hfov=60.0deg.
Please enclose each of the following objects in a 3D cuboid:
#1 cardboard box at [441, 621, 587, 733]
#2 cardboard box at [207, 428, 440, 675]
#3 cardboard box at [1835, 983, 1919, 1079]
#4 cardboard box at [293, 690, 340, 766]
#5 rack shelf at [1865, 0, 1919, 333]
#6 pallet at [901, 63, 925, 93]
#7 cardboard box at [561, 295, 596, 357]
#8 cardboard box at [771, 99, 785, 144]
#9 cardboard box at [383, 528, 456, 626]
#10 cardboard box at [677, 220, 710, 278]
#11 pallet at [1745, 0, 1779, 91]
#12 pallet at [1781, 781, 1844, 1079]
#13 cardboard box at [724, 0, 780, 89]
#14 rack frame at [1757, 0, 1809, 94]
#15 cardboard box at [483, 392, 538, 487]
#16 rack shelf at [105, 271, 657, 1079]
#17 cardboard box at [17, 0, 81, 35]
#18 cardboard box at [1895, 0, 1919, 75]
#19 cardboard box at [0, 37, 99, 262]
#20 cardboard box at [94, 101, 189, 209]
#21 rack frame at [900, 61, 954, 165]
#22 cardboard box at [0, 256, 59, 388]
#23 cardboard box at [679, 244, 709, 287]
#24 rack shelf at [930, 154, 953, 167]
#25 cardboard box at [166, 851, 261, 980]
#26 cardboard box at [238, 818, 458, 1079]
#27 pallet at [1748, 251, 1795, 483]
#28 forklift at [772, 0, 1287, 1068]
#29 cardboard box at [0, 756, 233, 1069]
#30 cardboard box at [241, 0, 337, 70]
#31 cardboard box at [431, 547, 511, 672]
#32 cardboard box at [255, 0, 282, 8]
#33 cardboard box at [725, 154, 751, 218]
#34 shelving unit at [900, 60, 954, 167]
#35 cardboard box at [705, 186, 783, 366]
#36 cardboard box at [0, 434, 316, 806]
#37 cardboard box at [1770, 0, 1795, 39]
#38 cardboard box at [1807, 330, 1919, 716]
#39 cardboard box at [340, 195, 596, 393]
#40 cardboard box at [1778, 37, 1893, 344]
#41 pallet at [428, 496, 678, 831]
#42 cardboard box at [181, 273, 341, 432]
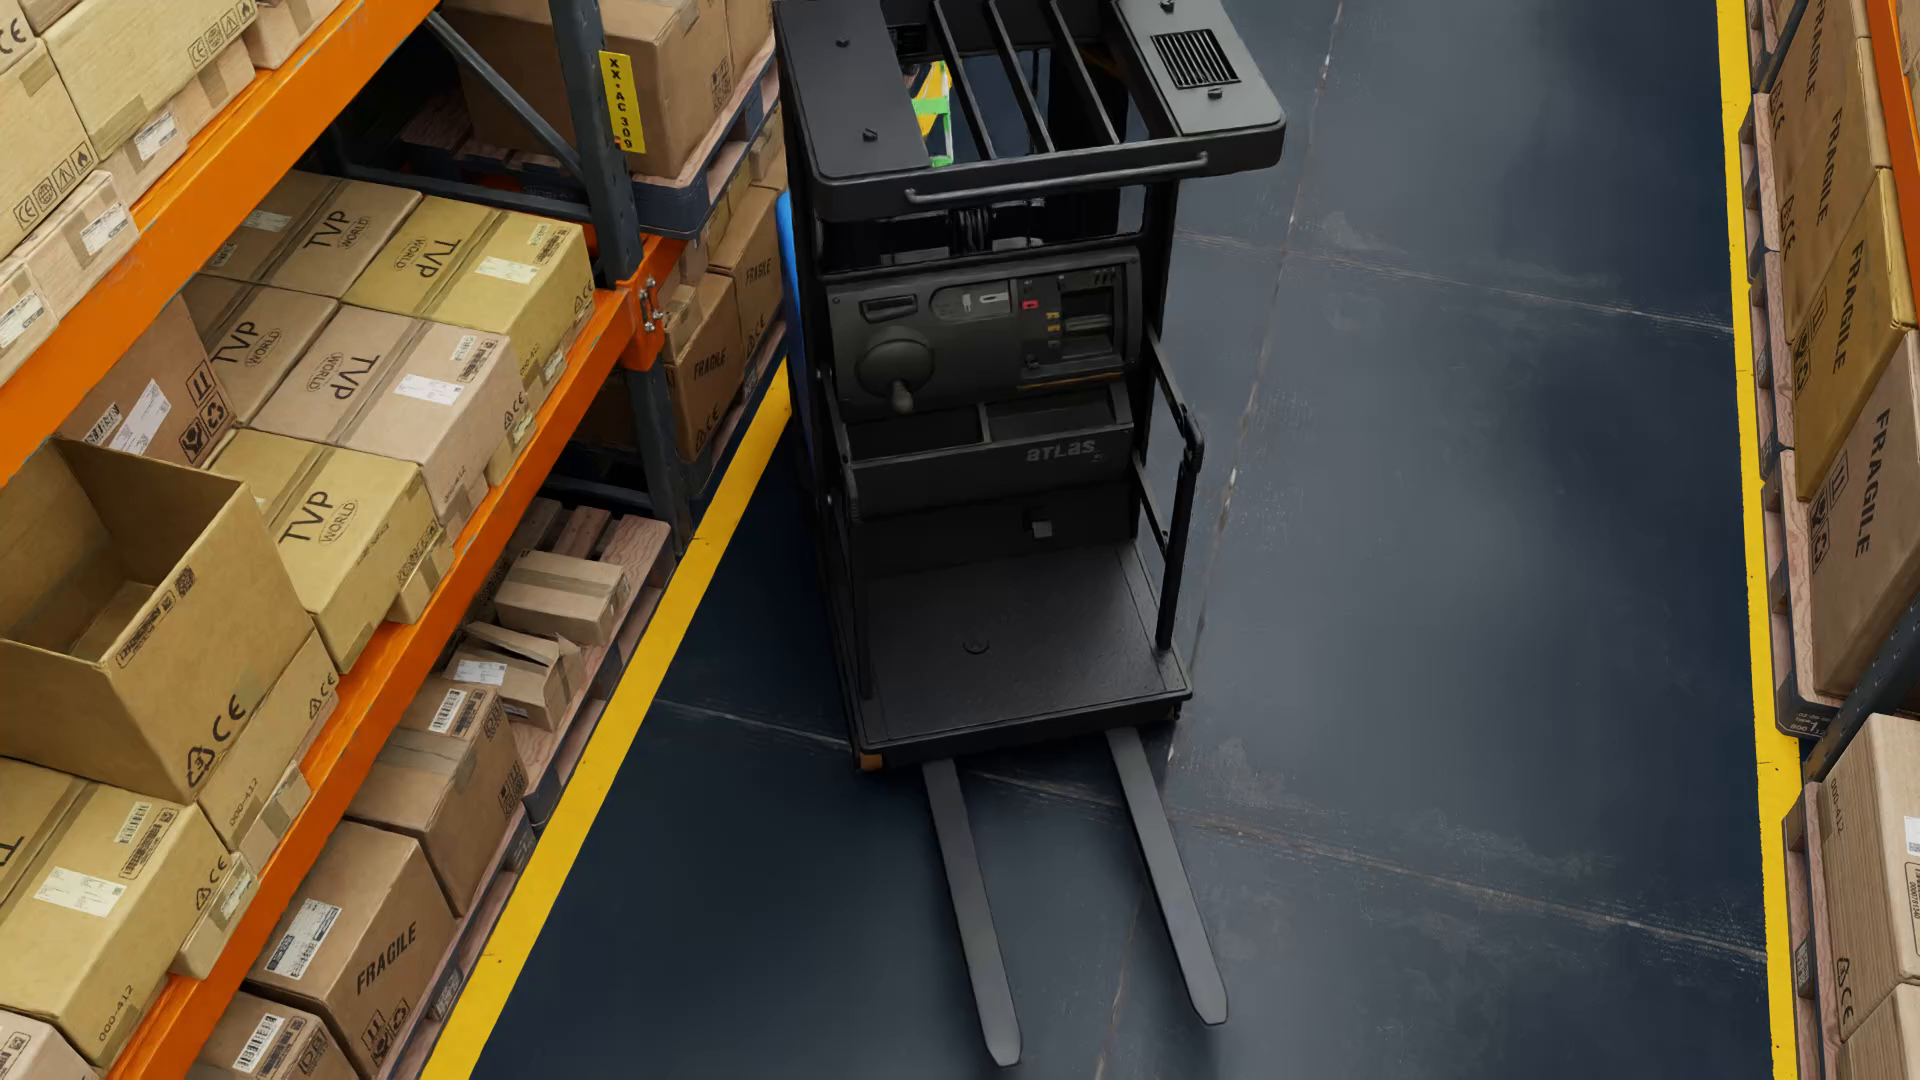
[{"bbox_3d":[-1.456,0.414,5.427,0.396,0.266,0.258,13,50,11],"label":"cardboard box"},{"bbox_3d":[-1.659,0.020,4.133,0.500,0.250,0.500,11,50,10],"label":"cardboard box"},{"bbox_3d":[2.787,1.695,4.182,0.875,0.438,0.875,10,49,9],"label":"cardboard box"},{"bbox_3d":[-1.762,0.405,4.059,0.380,0.149,0.250,11,50,10],"label":"cardboard box"},{"bbox_3d":[3.818,-1.303,5.879,1.077,0.370,4.000,12,50,10],"label":"rack shelf"},{"bbox_3d":[-0.679,-2.509,8.324,1.003,0.211,1.213,12,50,10],"label":"pallet"},{"bbox_3d":[-1.339,-0.707,5.041,0.380,0.149,0.250,12,50,11],"label":"cardboard box"},{"bbox_3d":[-0.864,-1.761,6.758,0.380,0.149,0.250,13,50,11],"label":"cardboard box"},{"bbox_3d":[-1.567,0.053,4.370,0.380,0.149,0.250,11,49,9],"label":"cardboard box"},{"bbox_3d":[-1.125,-1.100,5.977,0.380,0.149,0.250,9,49,8],"label":"cardboard box"},{"bbox_3d":[4.551,-2.630,8.430,1.003,0.211,1.213,12,50,10],"label":"pallet"},{"bbox_3d":[3.016,1.363,4.906,1.003,0.211,1.213,12,50,10],"label":"pallet"},{"bbox_3d":[-1.019,-1.923,5.600,0.700,0.500,0.500,12,50,10],"label":"cardboard box"},{"bbox_3d":[4.344,-2.987,6.886,1.000,3.000,0.127,12,50,10],"label":"rack frame"},{"bbox_3d":[-1.431,-0.322,4.701,0.380,0.149,0.250,13,50,11],"label":"cardboard box"},{"bbox_3d":[-2.025,0.614,4.188,1.077,0.370,4.000,12,50,10],"label":"rack shelf"},{"bbox_3d":[-1.666,-1.132,2.816,0.500,0.250,0.500,12,50,11],"label":"cardboard box"},{"bbox_3d":[3.711,-1.880,6.009,0.500,0.250,0.500,13,50,11],"label":"cardboard box"},{"bbox_3d":[-1.796,-0.604,2.684,0.500,0.250,0.500,11,49,9],"label":"cardboard box"},{"bbox_3d":[-1.683,-0.745,3.074,0.380,0.149,0.250,12,50,10],"label":"cardboard box"},{"bbox_3d":[-0.135,-1.593,6.929,0.240,1.200,0.015,4,16,31],"label":"rack frame"},{"bbox_3d":[-1.746,-0.362,2.735,0.380,0.149,0.250,12,50,10],"label":"cardboard box"},{"bbox_3d":[-1.149,-1.020,6.104,0.380,0.149,0.250,10,49,9],"label":"cardboard box"},{"bbox_3d":[-0.257,-1.472,6.744,0.258,0.148,0.480,4,16,31],"label":"rack shelf"},{"bbox_3d":[-1.813,0.800,3.711,0.380,0.149,0.250,10,49,9],"label":"cardboard box"},{"bbox_3d":[-1.801,1.113,4.654,0.500,0.500,0.500,12,50,11],"label":"cardboard box"},{"bbox_3d":[3.741,-0.630,6.665,1.003,0.211,1.213,12,50,10],"label":"pallet"},{"bbox_3d":[0.127,-0.509,4.744,1.130,2.935,3.031,-9,49,-8],"label":"forklift"},{"bbox_3d":[-1.909,0.766,3.475,0.500,0.250,0.500,11,49,9],"label":"cardboard box"},{"bbox_3d":[-1.524,-1.116,3.401,0.380,0.149,0.250,11,50,10],"label":"cardboard box"},{"bbox_3d":[-1.900,0.111,5.665,0.500,0.311,0.500,13,50,11],"label":"cardboard box"},{"bbox_3d":[-1.511,-1.336,3.329,0.500,0.250,0.500,10,49,9],"label":"cardboard box"},{"bbox_3d":[-1.034,-1.409,6.447,0.380,0.149,0.250,11,49,9],"label":"cardboard box"},{"bbox_3d":[-0.262,-1.533,6.729,0.258,1.200,0.503,4,16,31],"label":"shelving unit"},{"bbox_3d":[-1.023,-1.075,6.586,0.500,0.500,0.500,11,49,10],"label":"cardboard box"},{"bbox_3d":[-1.777,0.165,3.505,0.500,0.500,0.500,13,50,11],"label":"cardboard box"},{"bbox_3d":[4.502,-2.664,8.073,0.950,0.372,0.625,9,49,7],"label":"cardboard box"},{"bbox_3d":[3.377,0.006,5.381,0.875,0.875,0.875,13,50,11],"label":"cardboard box"},{"bbox_3d":[-1.397,-0.703,4.772,0.500,0.250,0.500,13,50,11],"label":"cardboard box"},{"bbox_3d":[3.843,-1.296,6.530,0.875,0.875,0.875,12,50,10],"label":"cardboard box"},{"bbox_3d":[-1.680,0.348,5.802,1.003,0.211,1.213,12,50,10],"label":"pallet"},{"bbox_3d":[-2.015,-0.451,4.549,0.500,0.250,0.500,11,50,10],"label":"cardboard box"}]
